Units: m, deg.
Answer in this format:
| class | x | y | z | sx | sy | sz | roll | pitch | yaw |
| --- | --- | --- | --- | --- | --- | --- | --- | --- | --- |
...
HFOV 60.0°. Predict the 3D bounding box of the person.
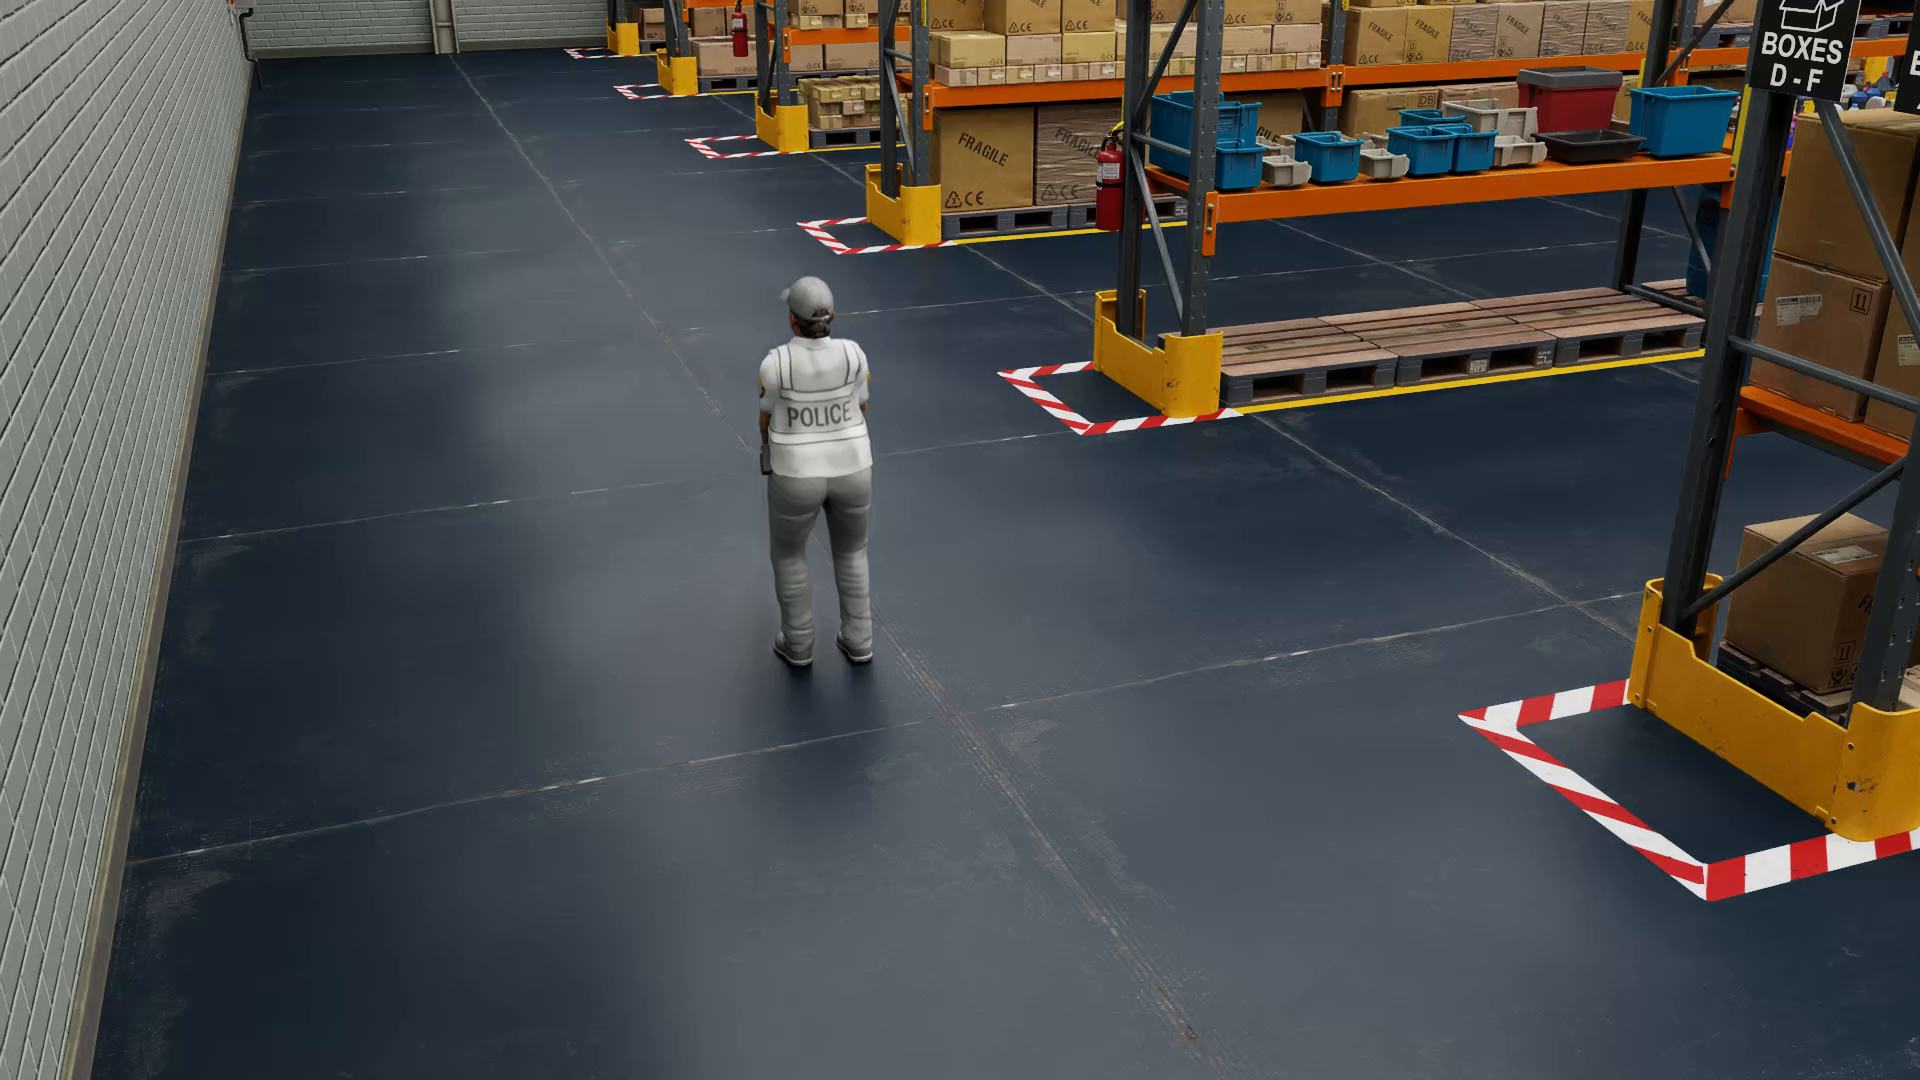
| class | x | y | z | sx | sy | sz | roll | pitch | yaw |
| --- | --- | --- | --- | --- | --- | --- | --- | --- | --- |
| person | -0.603 | -0.286 | 6.789 | 0.455 | 1.656 | 0.539 | -8 | 24 | -18 |
